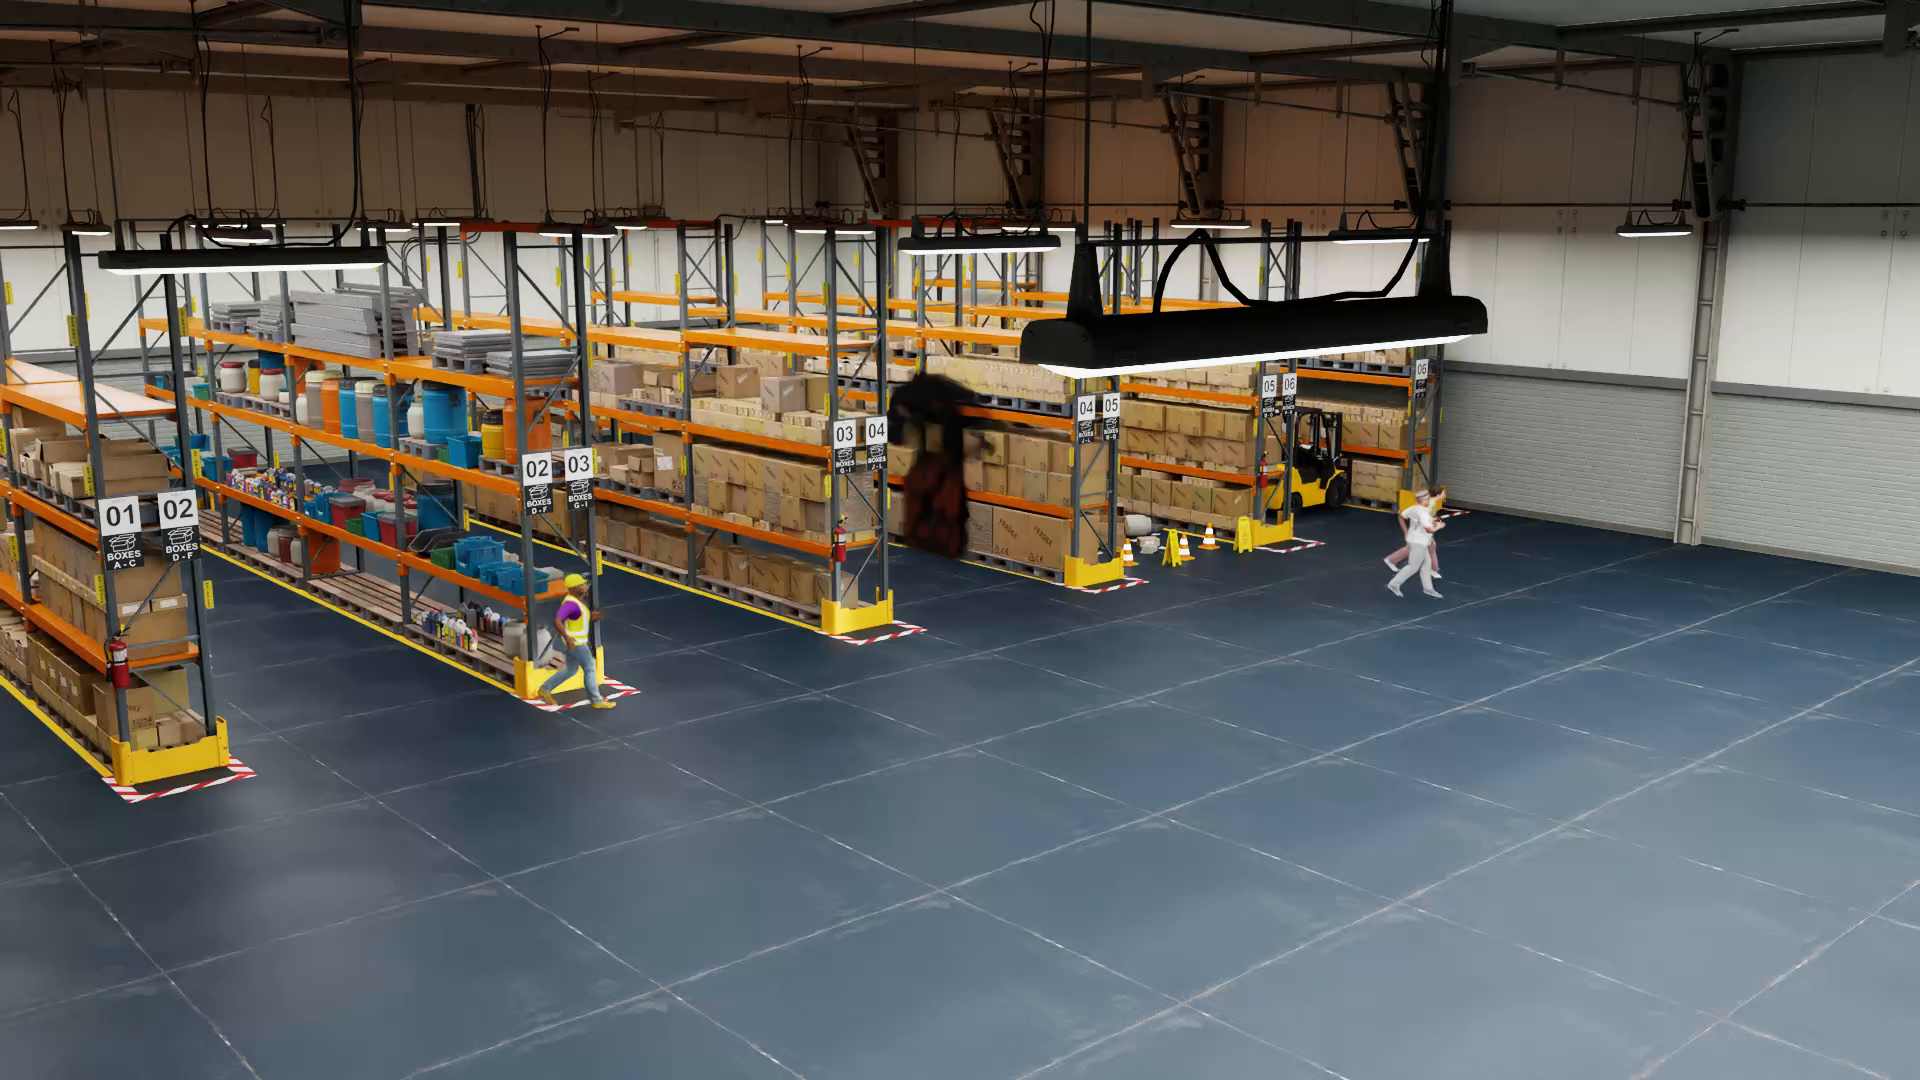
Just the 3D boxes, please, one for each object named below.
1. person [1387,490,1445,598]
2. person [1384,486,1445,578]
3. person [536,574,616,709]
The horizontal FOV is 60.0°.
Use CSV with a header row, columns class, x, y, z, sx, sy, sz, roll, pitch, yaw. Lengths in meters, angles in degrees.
class,x,y,z,sx,sy,sz,roll,pitch,yaw
person,7.399,0.072,26.918,0.959,1.795,0.650,0,11,-2
person,7.838,-0.129,28.632,1.004,1.600,0.613,1,11,6
person,-4.857,1.283,20.913,0.977,1.749,0.702,-3,12,-16
